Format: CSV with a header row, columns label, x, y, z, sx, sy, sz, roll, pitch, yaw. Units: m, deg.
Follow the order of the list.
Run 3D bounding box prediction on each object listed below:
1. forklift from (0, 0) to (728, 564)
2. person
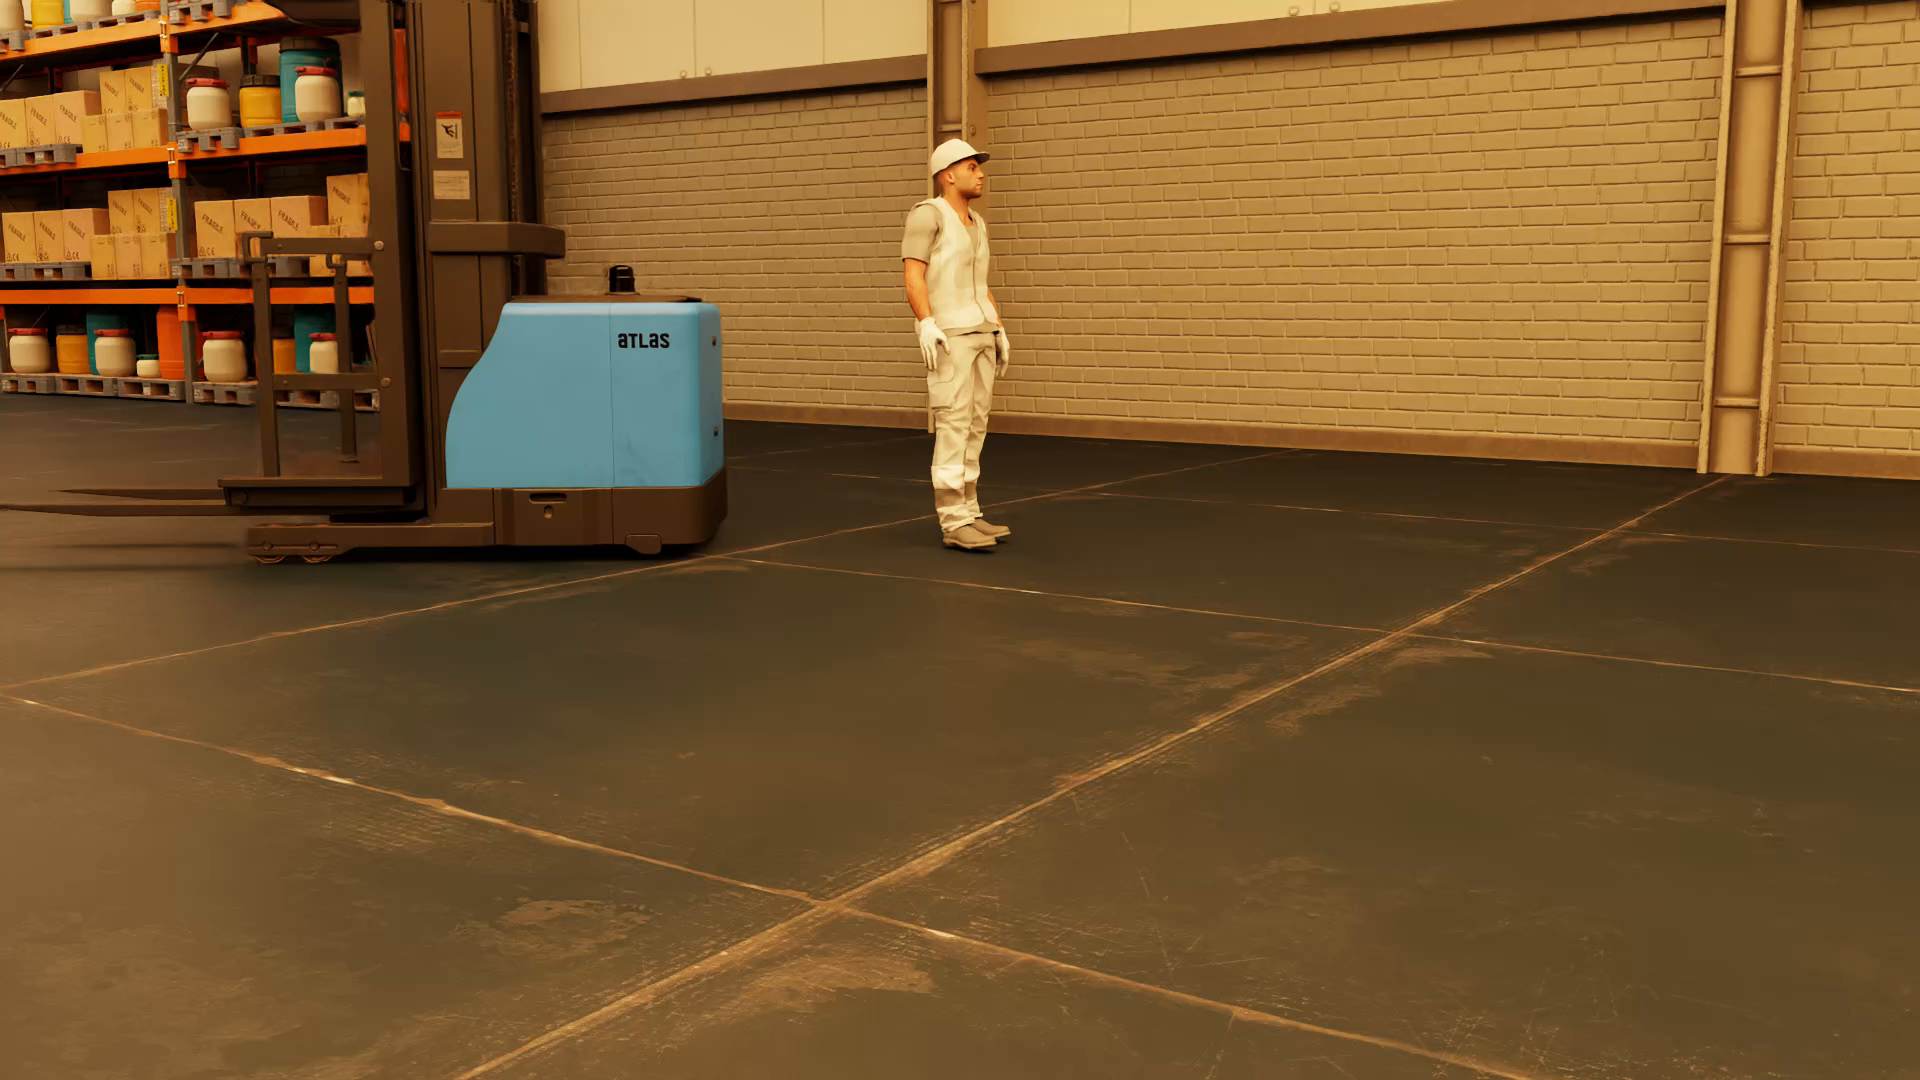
label,x,y,z,sx,sy,sz,roll,pitch,yaw
forklift,-2.603,-1.428,7.233,3.031,2.935,1.130,0,8,-2
person,0.059,-0.885,7.422,0.563,1.788,0.638,5,10,34
